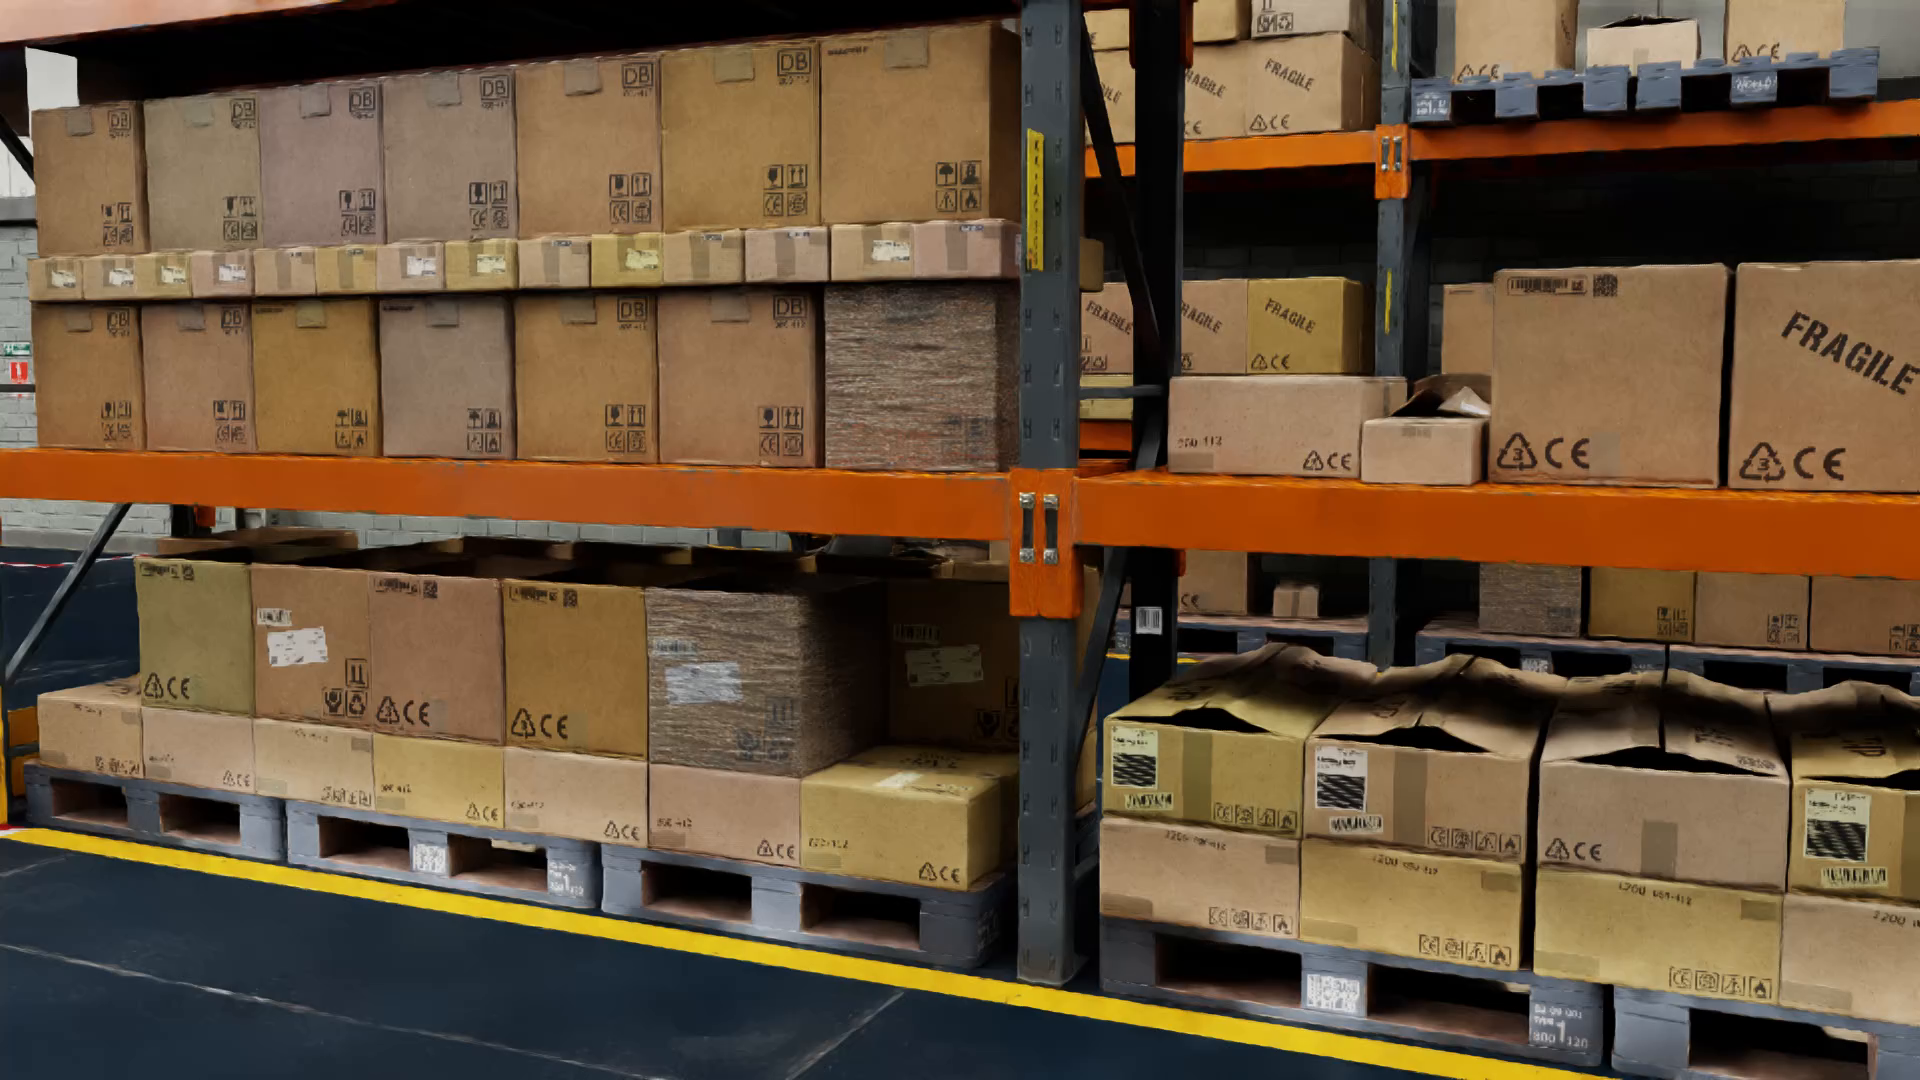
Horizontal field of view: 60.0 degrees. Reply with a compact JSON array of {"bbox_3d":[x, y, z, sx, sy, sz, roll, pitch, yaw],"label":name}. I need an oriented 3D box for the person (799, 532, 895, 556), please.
[{"bbox_3d":[-0.509,0.005,7.537,0.472,1.626,0.621,0,6,4],"label":"person"}]
